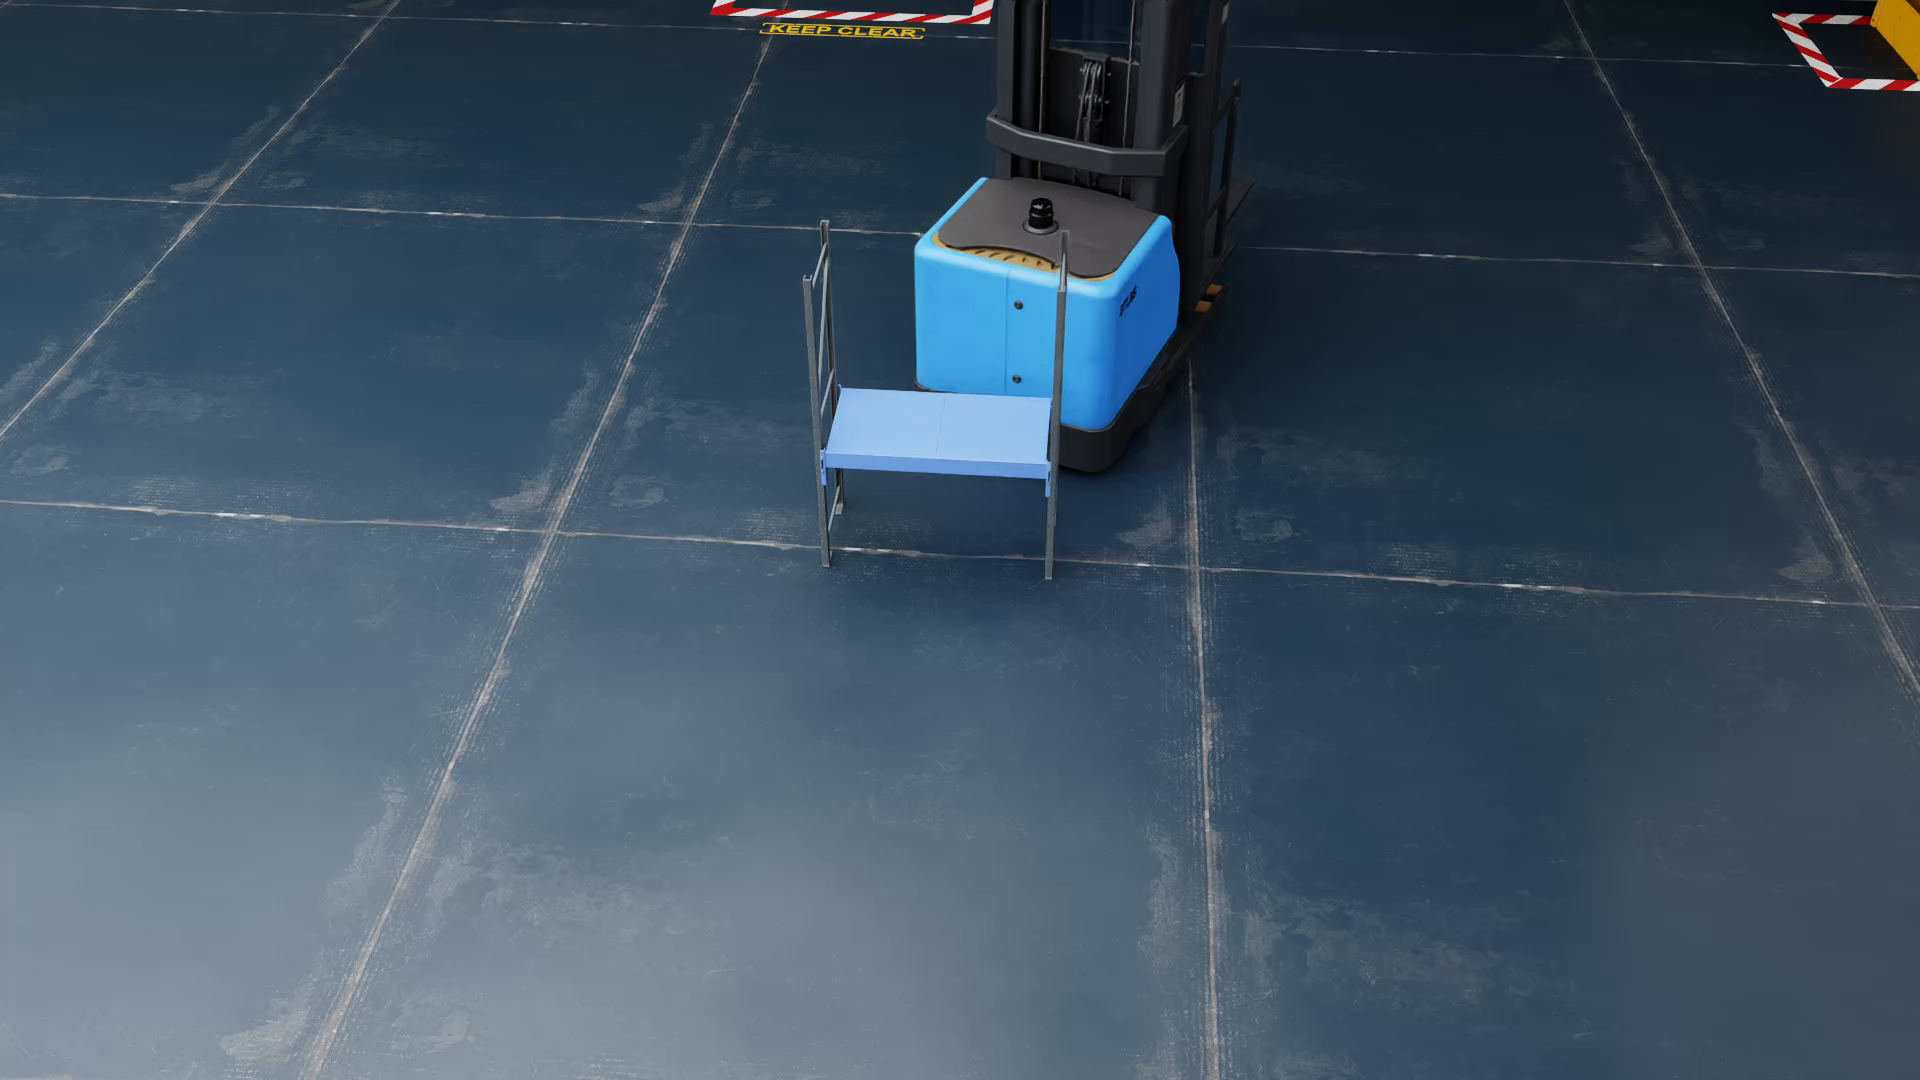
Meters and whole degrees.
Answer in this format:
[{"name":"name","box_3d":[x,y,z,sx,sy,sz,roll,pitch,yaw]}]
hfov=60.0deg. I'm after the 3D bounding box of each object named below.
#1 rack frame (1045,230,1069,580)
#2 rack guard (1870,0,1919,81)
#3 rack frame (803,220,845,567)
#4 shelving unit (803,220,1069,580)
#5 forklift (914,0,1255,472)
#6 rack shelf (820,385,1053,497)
[{"name":"rack frame","box_3d":[0.421,-0.559,7.248,0.032,1.500,0.500,3,39,4]},{"name":"rack guard","box_3d":[6.986,-3.748,11.959,0.348,0.500,1.175,3,39,4]},{"name":"rack frame","box_3d":[-0.591,-0.614,7.316,0.032,1.500,0.500,3,39,4]},{"name":"shelving unit","box_3d":[-0.085,-0.586,7.282,1.048,1.500,0.538,3,39,4]},{"name":"forklift","box_3d":[0.848,-2.394,8.369,1.130,2.935,3.031,16,42,19]},{"name":"rack shelf","box_3d":[-0.085,-0.447,7.396,1.000,0.185,0.538,3,39,4]}]
